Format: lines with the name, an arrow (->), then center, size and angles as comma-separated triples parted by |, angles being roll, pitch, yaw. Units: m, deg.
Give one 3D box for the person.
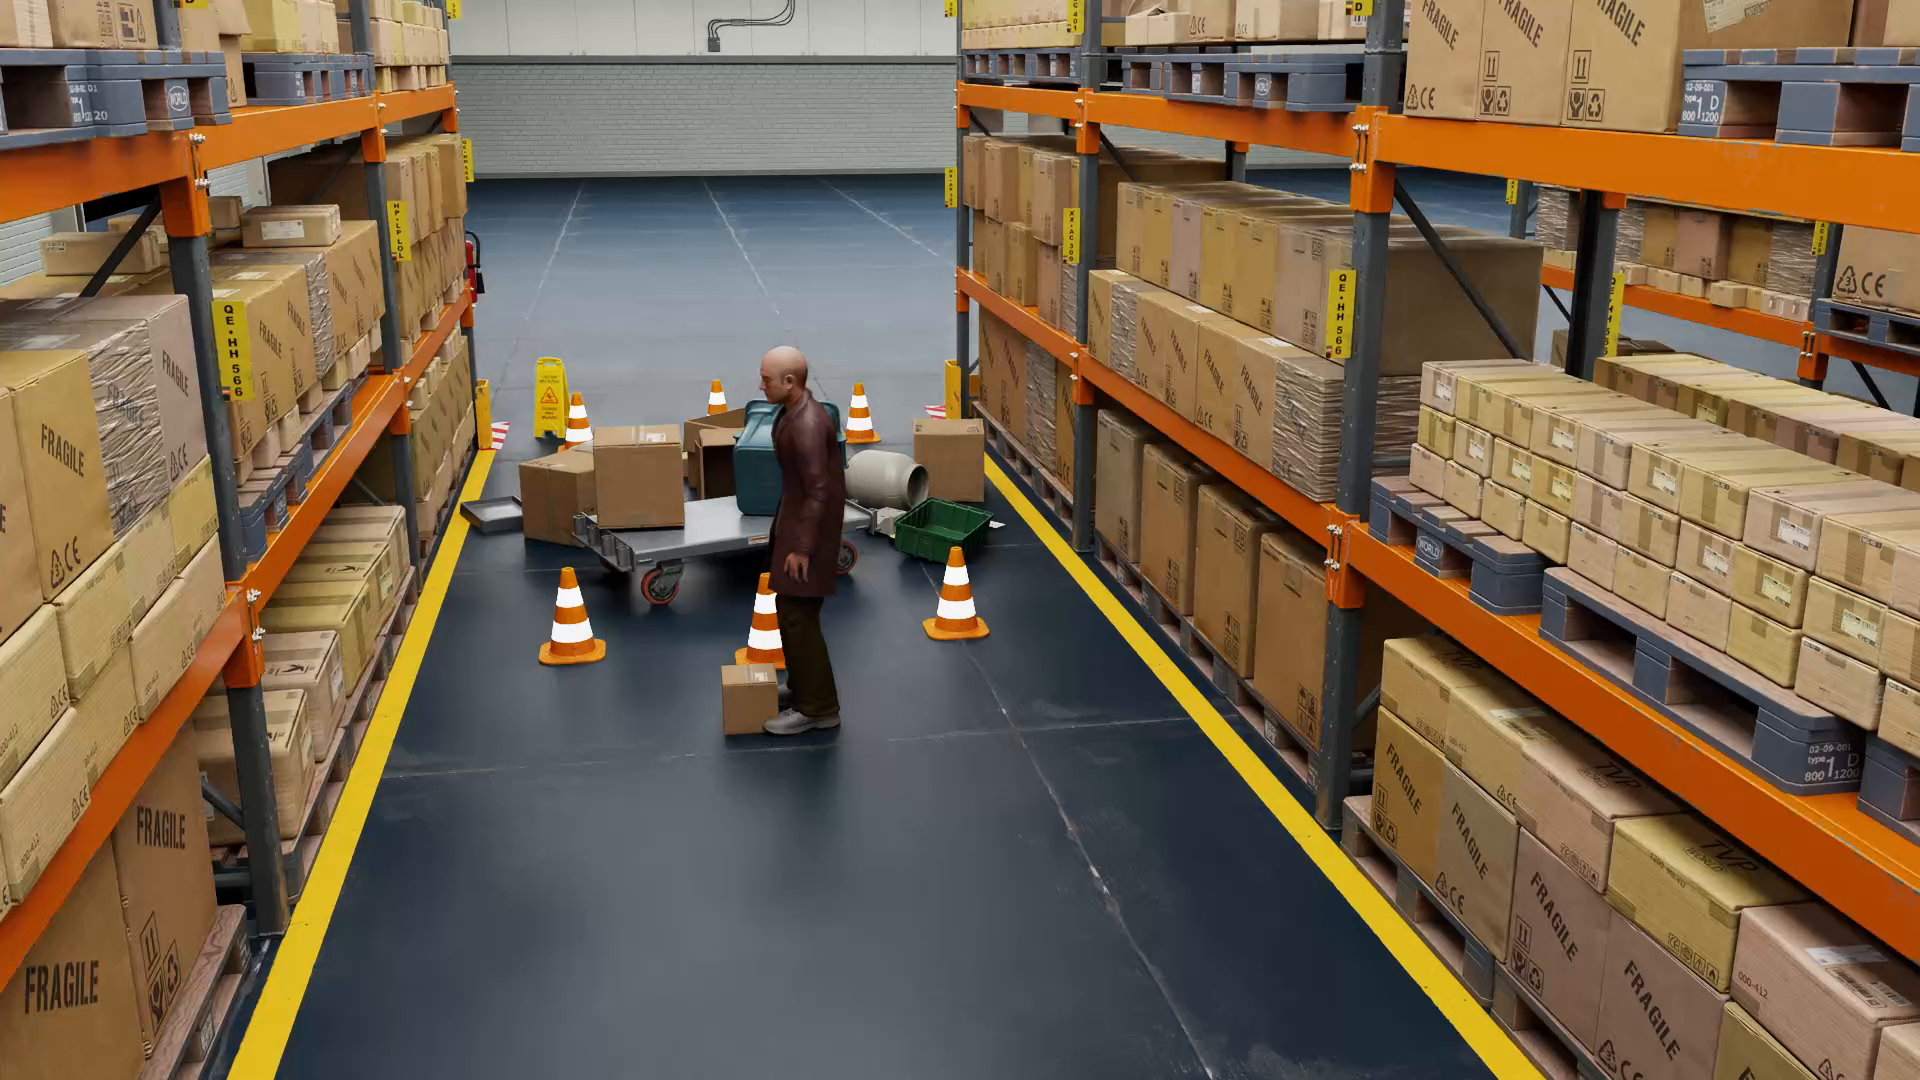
person -> -0.735, -0.010, 7.596 | 0.424, 1.773, 0.641 | -4, 16, -12
